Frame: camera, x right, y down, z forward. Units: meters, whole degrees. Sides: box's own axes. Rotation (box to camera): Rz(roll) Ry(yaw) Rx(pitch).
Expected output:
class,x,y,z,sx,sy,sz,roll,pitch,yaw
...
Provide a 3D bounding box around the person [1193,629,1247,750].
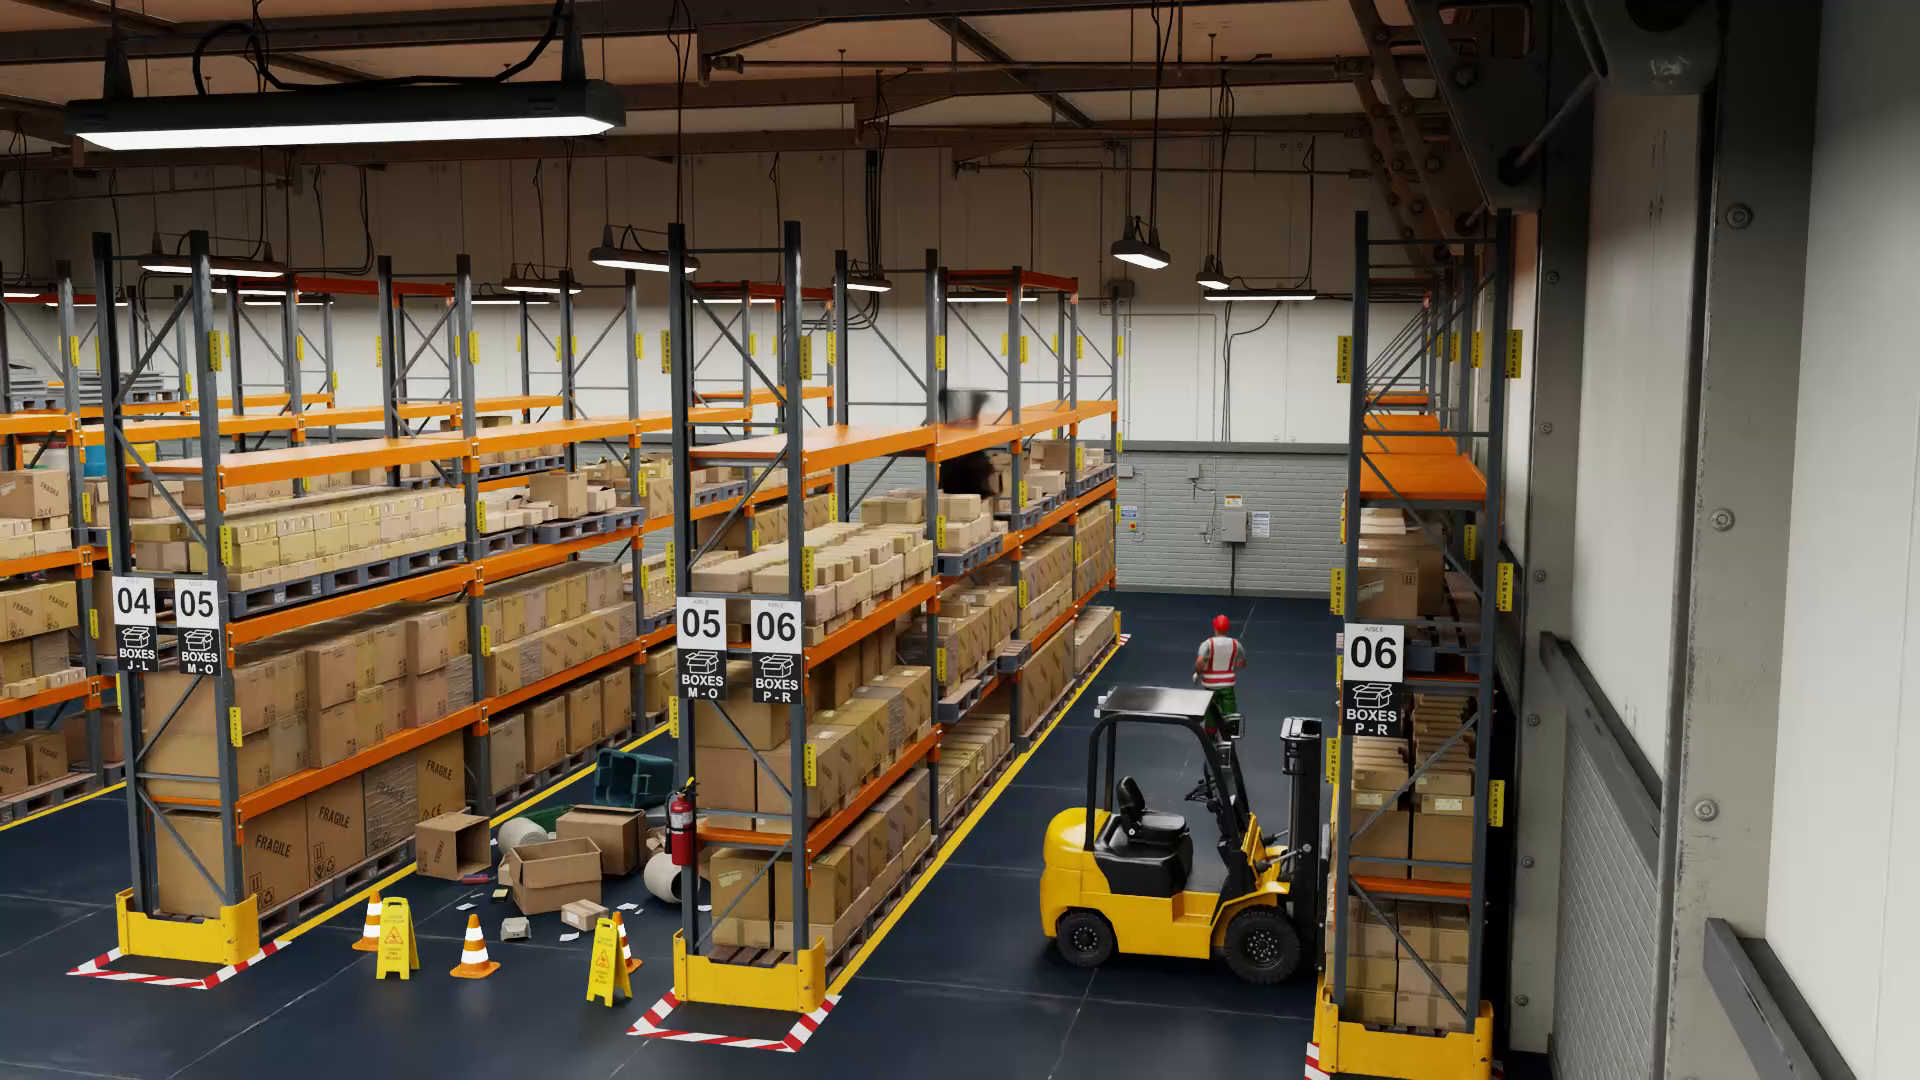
class,x,y,z,sx,sy,sz,roll,pitch,yaw
person,3.173,1.847,20.332,0.656,1.640,1.000,0,7,2
